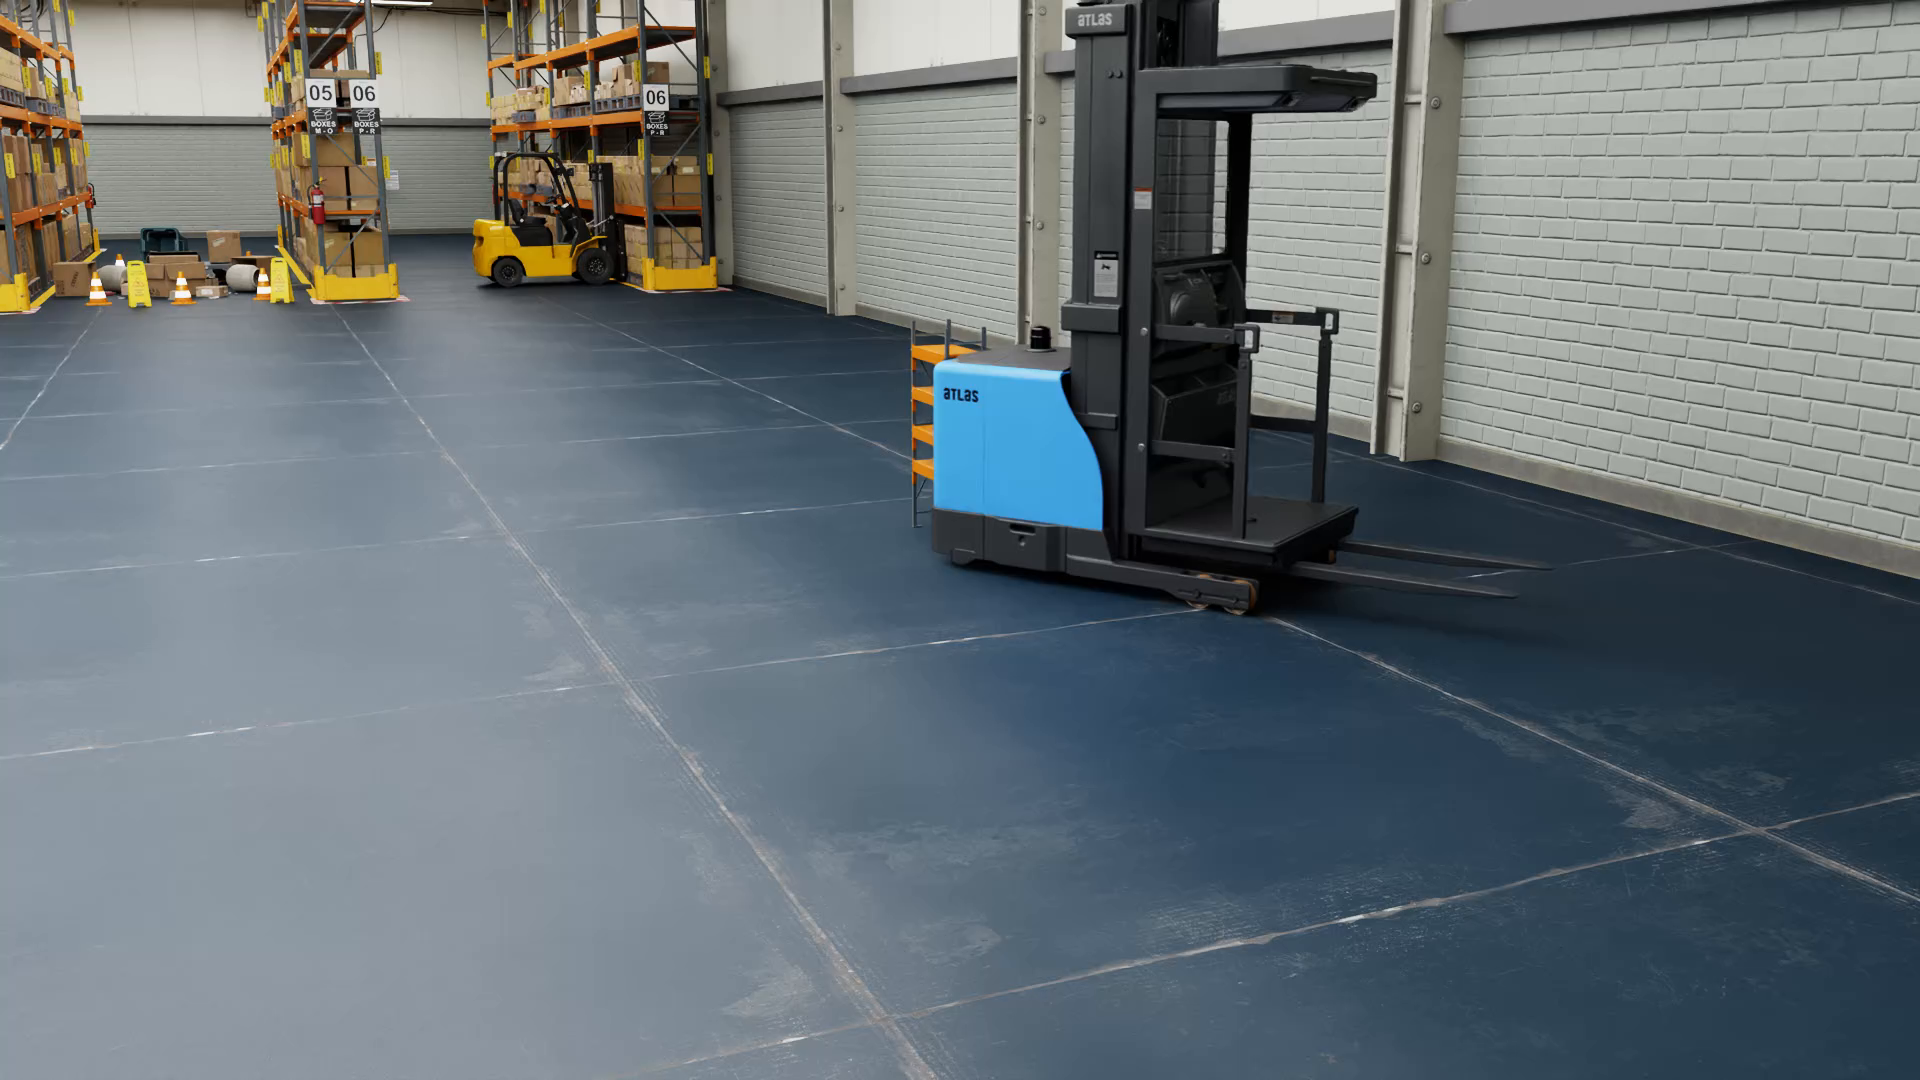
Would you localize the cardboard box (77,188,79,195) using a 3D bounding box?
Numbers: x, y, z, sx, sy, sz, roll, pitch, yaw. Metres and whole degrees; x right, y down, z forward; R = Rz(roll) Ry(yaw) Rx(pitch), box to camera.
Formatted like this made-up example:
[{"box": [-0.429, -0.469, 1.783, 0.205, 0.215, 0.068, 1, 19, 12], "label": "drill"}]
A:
[{"box": [-18.689, -7.302, 34.825, 0.380, 0.149, 0.250, -5, 14, -22], "label": "cardboard box"}]

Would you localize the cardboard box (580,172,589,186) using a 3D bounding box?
[{"box": [-6.802, -6.744, 31.078, 0.500, 0.250, 0.500, -6, 14, -24], "label": "cardboard box"}]

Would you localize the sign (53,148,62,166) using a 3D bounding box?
[{"box": [-16.295, -6.913, 30.020, 0.100, 0.325, 0.005, -6, 14, -23], "label": "sign"}]

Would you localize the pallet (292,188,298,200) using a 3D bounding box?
[{"box": [-11.924, -6.535, 31.380, 1.213, 0.211, 1.003, -6, 14, -23], "label": "pallet"}]

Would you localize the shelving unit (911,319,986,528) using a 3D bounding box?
[{"box": [-0.067, -0.619, 9.383, 0.258, 1.200, 0.503, -6, 14, -23], "label": "shelving unit"}]

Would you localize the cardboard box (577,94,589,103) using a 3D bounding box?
[{"box": [-6.877, -8.181, 30.818, 0.380, 0.149, 0.250, -6, 14, -23], "label": "cardboard box"}]

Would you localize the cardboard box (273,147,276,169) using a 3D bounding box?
[{"box": [-15.580, -8.830, 38.431, 0.500, 0.500, 0.500, -6, 14, -24], "label": "cardboard box"}]

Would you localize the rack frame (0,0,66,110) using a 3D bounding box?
[{"box": [-18.404, -10.048, 32.825, 1.000, 3.000, 0.127, -6, 14, -23], "label": "rack frame"}]

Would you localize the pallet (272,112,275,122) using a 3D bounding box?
[{"box": [-15.205, -9.685, 38.108, 1.003, 0.211, 1.213, -6, 14, -23], "label": "pallet"}]

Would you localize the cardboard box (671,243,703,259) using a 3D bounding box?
[{"box": [-4.554, -4.787, 27.459, 0.500, 0.250, 0.500, -5, 14, -22], "label": "cardboard box"}]

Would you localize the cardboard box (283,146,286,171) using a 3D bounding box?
[{"box": [-13.356, -7.699, 33.544, 0.500, 0.500, 0.500, -6, 14, -24], "label": "cardboard box"}]

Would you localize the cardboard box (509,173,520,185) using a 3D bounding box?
[{"box": [-10.192, -8.403, 38.699, 0.500, 0.250, 0.500, -6, 14, -23], "label": "cardboard box"}]

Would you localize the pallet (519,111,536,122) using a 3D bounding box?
[{"box": [-8.747, -9.057, 35.613, 1.213, 0.211, 1.003, -6, 14, -23], "label": "pallet"}]

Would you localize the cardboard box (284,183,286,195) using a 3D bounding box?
[{"box": [-13.575, -7.191, 34.120, 0.500, 0.250, 0.500, -6, 14, -23], "label": "cardboard box"}]

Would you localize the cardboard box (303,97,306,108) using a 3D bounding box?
[{"box": [-9.631, -6.549, 24.920, 0.380, 0.149, 0.250, -6, 14, -23], "label": "cardboard box"}]

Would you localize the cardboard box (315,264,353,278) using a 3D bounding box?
[{"box": [-9.682, -4.126, 25.712, 0.500, 0.250, 0.500, -6, 14, -23], "label": "cardboard box"}]

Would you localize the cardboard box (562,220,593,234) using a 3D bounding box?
[{"box": [-7.523, -6.133, 33.552, 0.875, 0.625, 0.625, -5, 14, -21], "label": "cardboard box"}]

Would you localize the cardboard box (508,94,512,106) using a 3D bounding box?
[{"box": [-9.997, -10.005, 37.859, 0.500, 0.250, 0.500, -6, 14, -24], "label": "cardboard box"}]

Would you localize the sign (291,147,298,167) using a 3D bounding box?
[{"box": [-11.212, -6.453, 28.032, 0.100, 0.325, 0.005, -6, 14, -23], "label": "sign"}]

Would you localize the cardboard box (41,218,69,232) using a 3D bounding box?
[{"box": [-17.059, -5.920, 31.244, 0.500, 0.250, 0.500, -6, 14, -24], "label": "cardboard box"}]

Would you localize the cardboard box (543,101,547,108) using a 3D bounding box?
[{"box": [-8.430, -9.009, 34.438, 0.380, 0.149, 0.250, -6, 14, -23], "label": "cardboard box"}]

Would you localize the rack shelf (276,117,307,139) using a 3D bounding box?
[{"box": [-13.108, -8.290, 33.481, 1.077, 0.370, 4.000, -6, 14, -23], "label": "rack shelf"}]

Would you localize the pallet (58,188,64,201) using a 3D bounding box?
[{"box": [-17.185, -6.343, 30.547, 1.213, 0.211, 1.003, -6, 14, -23], "label": "pallet"}]

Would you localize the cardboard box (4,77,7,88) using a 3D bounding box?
[{"box": [-13.846, -6.546, 23.754, 0.380, 0.149, 0.250, -6, 14, -23], "label": "cardboard box"}]

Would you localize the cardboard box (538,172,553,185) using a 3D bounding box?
[{"box": [-8.479, -7.536, 34.679, 0.500, 0.250, 0.500, -6, 14, -26], "label": "cardboard box"}]

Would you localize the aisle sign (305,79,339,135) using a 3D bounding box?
[{"box": [-9.343, -6.341, 24.350, 0.394, 0.787, 0.004, -6, 14, -23], "label": "aisle sign"}]

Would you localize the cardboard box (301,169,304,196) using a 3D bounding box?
[{"box": [-10.561, -5.916, 27.397, 0.500, 0.500, 0.500, -6, 14, -23], "label": "cardboard box"}]

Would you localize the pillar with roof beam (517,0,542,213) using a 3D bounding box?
[{"box": [-15.164, -12.041, 41.437, 9.100, 9.000, 0.548, -6, 14, -23], "label": "pillar with roof beam"}]

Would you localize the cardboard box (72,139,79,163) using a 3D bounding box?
[{"box": [-18.757, -8.133, 34.761, 0.500, 0.500, 0.500, -5, 14, -22], "label": "cardboard box"}]

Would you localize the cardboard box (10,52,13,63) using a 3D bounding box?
[{"box": [-14.354, -7.197, 24.796, 0.380, 0.149, 0.250, -6, 14, -23], "label": "cardboard box"}]

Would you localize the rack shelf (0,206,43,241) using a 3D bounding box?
[{"box": [-14.398, -4.708, 24.656, 1.077, 0.370, 4.000, -6, 14, -23], "label": "rack shelf"}]

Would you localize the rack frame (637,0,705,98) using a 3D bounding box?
[{"box": [-4.556, -8.485, 26.076, 1.000, 3.000, 0.127, -6, 14, -23], "label": "rack frame"}]

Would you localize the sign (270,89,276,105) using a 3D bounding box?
[{"box": [-14.417, -9.294, 34.900, 0.100, 0.325, 0.005, -6, 14, -23], "label": "sign"}]

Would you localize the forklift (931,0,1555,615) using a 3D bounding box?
[{"box": [1.359, -1.211, 8.103, 3.031, 2.935, 1.130, 8, 15, 32], "label": "forklift"}]

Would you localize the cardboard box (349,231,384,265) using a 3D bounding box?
[{"box": [-9.182, -4.540, 25.839, 0.500, 0.500, 0.500, -6, 14, -25], "label": "cardboard box"}]

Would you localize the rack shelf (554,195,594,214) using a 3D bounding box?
[{"box": [-6.959, -6.452, 32.189, 1.077, 0.370, 4.000, -6, 14, -23], "label": "rack shelf"}]

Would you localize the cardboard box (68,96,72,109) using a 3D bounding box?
[{"box": [-18.761, -9.086, 34.548, 0.500, 0.250, 0.500, -5, 14, -22], "label": "cardboard box"}]

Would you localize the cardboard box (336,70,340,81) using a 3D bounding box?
[{"box": [-9.173, -6.984, 25.028, 0.380, 0.149, 0.250, -6, 14, -23], "label": "cardboard box"}]

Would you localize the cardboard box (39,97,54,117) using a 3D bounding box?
[{"box": [-16.787, -7.951, 30.195, 0.500, 0.500, 0.500, -6, 14, -23], "label": "cardboard box"}]

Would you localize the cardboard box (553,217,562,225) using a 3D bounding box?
[{"box": [-8.190, -6.597, 34.397, 0.380, 0.149, 0.250, -6, 14, -26], "label": "cardboard box"}]

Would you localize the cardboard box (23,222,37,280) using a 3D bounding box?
[{"box": [-15.012, -4.505, 25.964, 0.875, 0.875, 0.875, -5, 14, -22], "label": "cardboard box"}]

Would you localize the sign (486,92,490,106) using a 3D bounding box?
[{"box": [-11.462, -10.706, 40.386, 0.100, 0.325, 0.005, -6, 14, -23], "label": "sign"}]

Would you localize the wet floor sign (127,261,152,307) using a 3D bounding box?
[{"box": [-11.771, -3.671, 23.802, 0.267, 0.644, 0.232, -9, 16, -33], "label": "wet floor sign"}]

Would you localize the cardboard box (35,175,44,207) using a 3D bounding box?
[{"box": [-15.164, -5.654, 26.924, 0.500, 0.500, 0.500, -5, 14, -22], "label": "cardboard box"}]

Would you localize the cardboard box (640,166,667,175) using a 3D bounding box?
[{"box": [-4.951, -5.974, 26.868, 0.380, 0.149, 0.250, -5, 14, -22], "label": "cardboard box"}]

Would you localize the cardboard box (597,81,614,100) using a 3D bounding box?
[{"box": [-6.048, -7.866, 29.098, 0.500, 0.311, 0.500, -5, 14, -22], "label": "cardboard box"}]

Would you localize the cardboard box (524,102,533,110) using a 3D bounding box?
[{"box": [-9.102, -9.272, 35.533, 0.380, 0.149, 0.250, -5, 14, -22], "label": "cardboard box"}]

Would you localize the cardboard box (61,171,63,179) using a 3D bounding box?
[{"box": [-17.747, -7.126, 32.471, 0.380, 0.149, 0.250, -6, 14, -25], "label": "cardboard box"}]

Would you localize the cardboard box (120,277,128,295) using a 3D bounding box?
[{"box": [-12.823, -3.951, 25.853, 0.396, 0.266, 0.258, -3, 13, -13], "label": "cardboard box"}]
